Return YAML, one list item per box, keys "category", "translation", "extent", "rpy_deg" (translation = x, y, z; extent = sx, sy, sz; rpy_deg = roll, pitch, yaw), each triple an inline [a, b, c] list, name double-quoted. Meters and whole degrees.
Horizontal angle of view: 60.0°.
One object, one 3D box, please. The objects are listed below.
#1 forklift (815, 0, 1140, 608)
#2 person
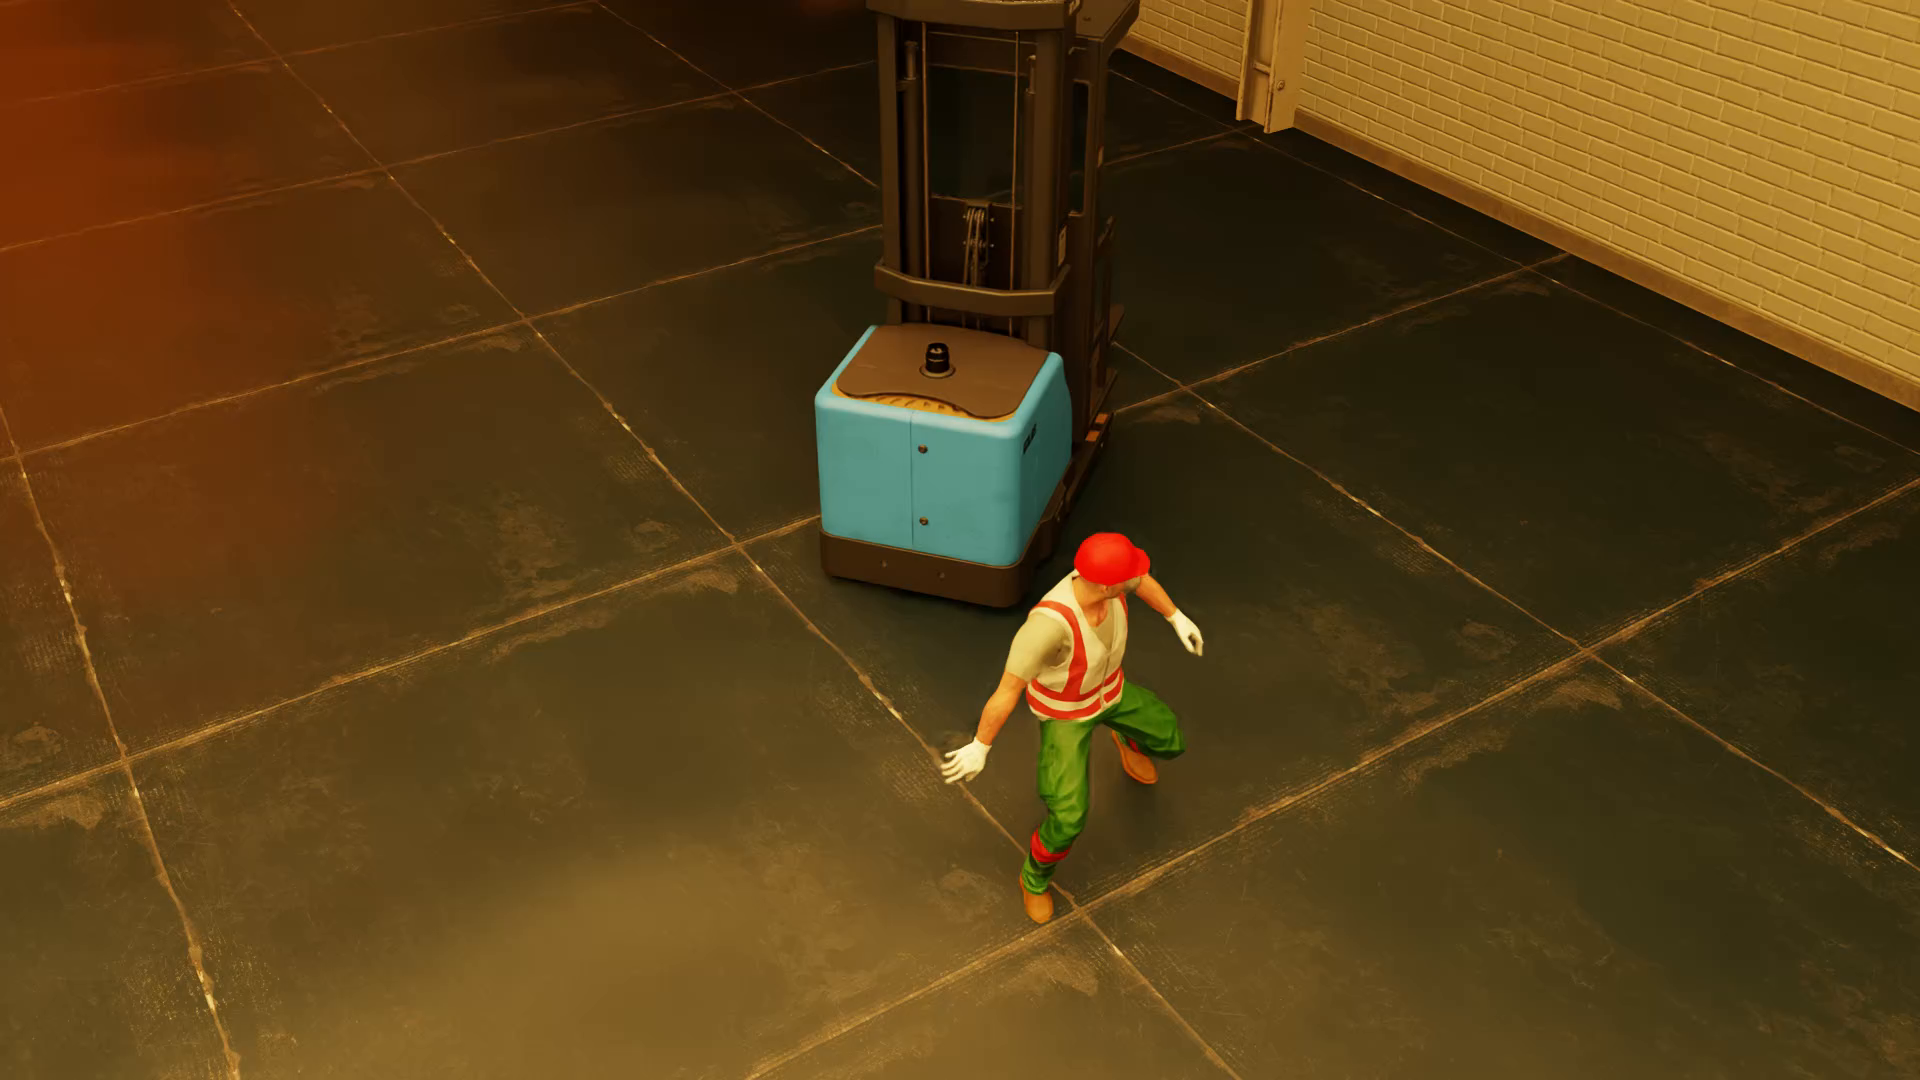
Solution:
- category: "forklift"
  translation: [0.240, -1.715, 8.588]
  extent: [1.130, 2.935, 3.031]
  rpy_deg: [11, 36, 15]
- category: "person"
  translation: [0.451, 0.655, 6.407]
  extent: [1.189, 1.664, 0.510]
  rpy_deg: [-28, 43, -33]
